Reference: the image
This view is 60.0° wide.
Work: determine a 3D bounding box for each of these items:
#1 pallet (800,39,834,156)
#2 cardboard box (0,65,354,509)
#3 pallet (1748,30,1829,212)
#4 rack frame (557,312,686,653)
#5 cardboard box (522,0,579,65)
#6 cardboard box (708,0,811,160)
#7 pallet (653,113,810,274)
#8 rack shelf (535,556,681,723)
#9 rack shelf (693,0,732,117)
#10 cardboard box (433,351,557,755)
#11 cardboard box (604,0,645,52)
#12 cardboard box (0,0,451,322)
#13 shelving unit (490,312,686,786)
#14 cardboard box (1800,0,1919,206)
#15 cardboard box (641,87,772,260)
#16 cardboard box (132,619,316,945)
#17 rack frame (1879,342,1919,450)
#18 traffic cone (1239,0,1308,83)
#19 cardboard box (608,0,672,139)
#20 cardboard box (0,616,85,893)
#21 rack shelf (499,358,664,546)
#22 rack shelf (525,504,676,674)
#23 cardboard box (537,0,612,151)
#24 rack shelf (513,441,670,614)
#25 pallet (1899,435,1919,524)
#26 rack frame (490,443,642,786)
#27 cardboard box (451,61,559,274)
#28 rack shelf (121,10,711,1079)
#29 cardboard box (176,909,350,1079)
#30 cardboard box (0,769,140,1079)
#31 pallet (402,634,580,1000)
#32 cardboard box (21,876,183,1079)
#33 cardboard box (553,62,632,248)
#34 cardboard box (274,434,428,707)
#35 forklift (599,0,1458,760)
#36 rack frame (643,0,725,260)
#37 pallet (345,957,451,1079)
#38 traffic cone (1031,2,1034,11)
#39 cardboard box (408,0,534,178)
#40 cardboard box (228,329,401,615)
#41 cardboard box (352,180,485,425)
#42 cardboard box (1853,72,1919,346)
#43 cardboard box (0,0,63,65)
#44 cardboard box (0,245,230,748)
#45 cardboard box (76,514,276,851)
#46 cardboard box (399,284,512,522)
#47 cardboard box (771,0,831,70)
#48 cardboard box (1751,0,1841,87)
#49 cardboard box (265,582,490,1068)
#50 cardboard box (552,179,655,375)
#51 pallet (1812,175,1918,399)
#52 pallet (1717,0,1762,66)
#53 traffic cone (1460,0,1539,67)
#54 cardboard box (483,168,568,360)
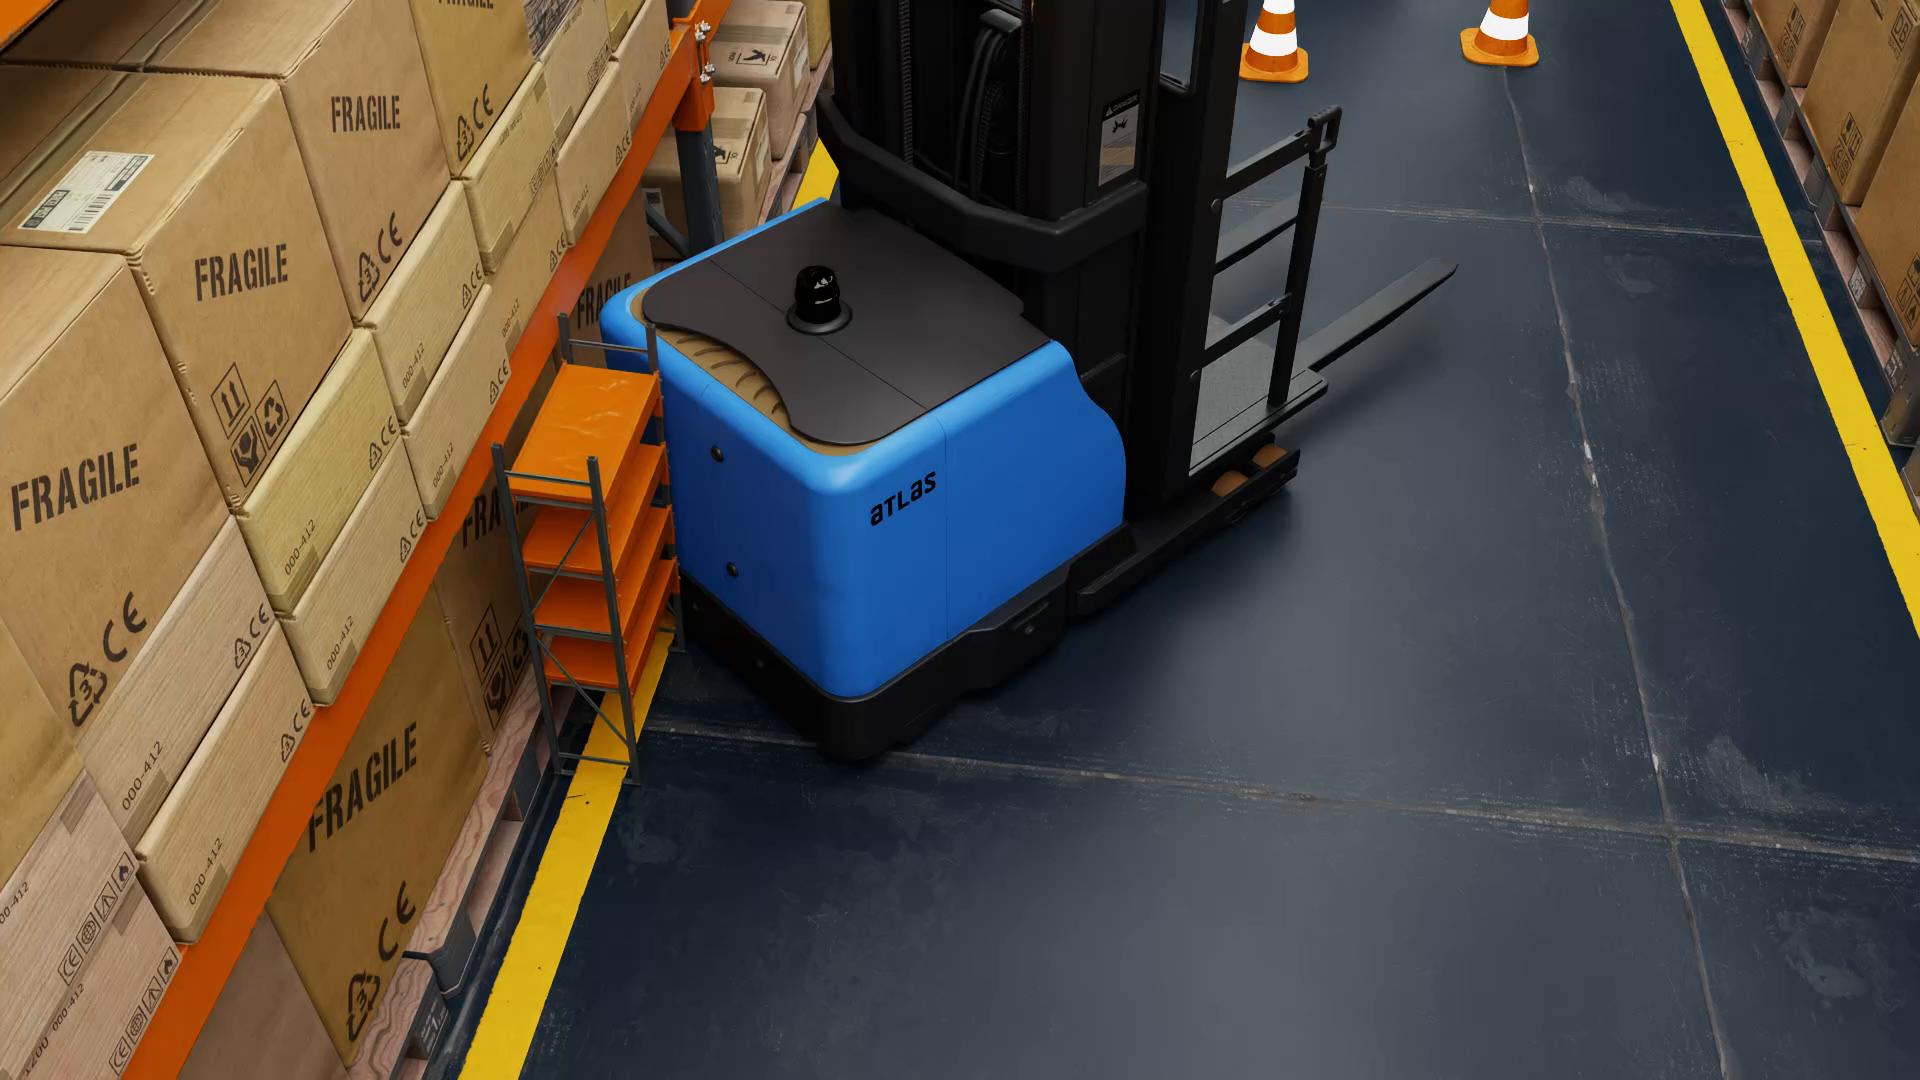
[{"bbox_3d":[-1.034,-2.126,7.342,1.003,0.211,1.213,5,44,6],"label":"pallet"},{"bbox_3d":[-1.379,-0.415,2.707,0.500,0.500,0.500,4,44,4],"label":"cardboard box"},{"bbox_3d":[3.960,-1.743,6.937,1.003,0.211,1.213,5,44,6],"label":"pallet"},{"bbox_3d":[-0.894,-0.112,4.472,0.240,1.200,0.015,8,45,3],"label":"rack frame"},{"bbox_3d":[-1.171,-1.450,3.800,0.500,0.500,0.500,6,44,6],"label":"cardboard box"},{"bbox_3d":[-1.128,-1.863,6.642,0.950,0.372,0.625,4,44,5],"label":"cardboard box"},{"bbox_3d":[-1.198,-1.297,6.466,1.003,0.211,1.213,5,44,6],"label":"pallet"},{"bbox_3d":[-0.940,0.246,4.487,0.258,0.148,0.480,8,45,3],"label":"rack shelf"},{"bbox_3d":[-1.038,-2.879,6.632,1.077,0.370,4.000,5,44,6],"label":"rack shelf"},{"bbox_3d":[-1.598,-0.088,4.401,0.875,0.875,0.875,6,44,6],"label":"cardboard box"},{"bbox_3d":[-1.115,-1.551,4.452,0.500,0.250,0.500,5,44,5],"label":"cardboard box"},{"bbox_3d":[-1.317,-0.768,3.079,0.500,0.500,0.500,5,44,5],"label":"cardboard box"},{"bbox_3d":[-0.926,0.058,4.300,0.258,1.200,0.503,8,45,3],"label":"shelving unit"},{"bbox_3d":[3.900,-1.735,6.231,1.050,0.750,0.750,6,44,6],"label":"cardboard box"},{"bbox_3d":[-1.218,-1.360,6.110,0.950,0.372,0.625,3,43,3],"label":"cardboard box"},{"bbox_3d":[-1.444,0.375,2.782,0.500,0.250,0.500,4,44,4],"label":"cardboard box"},{"bbox_3d":[3.618,-1.396,4.543,1.000,3.000,0.127,5,44,6],"label":"rack frame"},{"bbox_3d":[1.403,-2.321,7.365,0.336,0.463,0.334,5,44,6],"label":"traffic cone"},{"bbox_3d":[-1.112,-1.355,4.608,0.500,0.250,0.500,4,44,4],"label":"cardboard box"},{"bbox_3d":[-1.488,0.276,1.977,0.500,0.500,0.500,6,44,6],"label":"cardboard box"},{"bbox_3d":[-0.905,-0.220,4.023,0.258,0.148,0.480,8,45,3],"label":"rack shelf"},{"bbox_3d":[-0.930,0.105,4.347,0.258,0.148,0.480,8,45,3],"label":"rack shelf"},{"bbox_3d":[-1.179,-1.201,4.083,0.500,0.250,0.500,4,44,4],"label":"cardboard box"},{"bbox_3d":[-0.918,-0.053,4.189,0.258,0.148,0.480,8,45,3],"label":"rack shelf"},{"bbox_3d":[3.513,0.149,4.939,1.003,0.211,1.213,5,44,6],"label":"pallet"},{"bbox_3d":[-0.959,0.227,4.127,0.240,1.200,0.015,8,45,3],"label":"rack frame"},{"bbox_3d":[-1.226,-0.851,3.712,0.500,0.250,0.500,4,44,4],"label":"cardboard box"},{"bbox_3d":[-1.567,-0.153,3.753,1.077,0.370,4.000,5,44,6],"label":"rack shelf"},{"bbox_3d":[-1.828,1.138,3.106,0.875,0.875,0.875,6,44,7],"label":"cardboard box"},{"bbox_3d":[-1.493,0.548,2.236,0.500,0.250,0.500,4,44,4],"label":"cardboard box"},{"bbox_3d":[-1.645,0.595,4.468,1.003,0.211,1.213,5,44,6],"label":"pallet"},{"bbox_3d":[-1.511,0.727,2.409,0.500,0.250,0.500,4,44,5],"label":"cardboard box"},{"bbox_3d":[-1.164,-1.005,4.239,0.500,0.250,0.500,6,44,6],"label":"cardboard box"},{"bbox_3d":[-1.361,0.027,3.149,0.500,0.250,0.500,5,44,5],"label":"cardboard box"},{"bbox_3d":[0.457,-1.356,4.551,3.031,2.935,1.130,-33,52,-30],"label":"forklift"},{"bbox_3d":[-1.302,-1.777,4.945,1.000,3.000,0.127,5,44,6],"label":"rack frame"},{"bbox_3d":[-1.804,1.429,3.588,1.003,0.211,1.213,5,44,6],"label":"pallet"},{"bbox_3d":[0.450,-2.610,7.670,0.336,0.463,0.334,5,44,6],"label":"traffic cone"},{"bbox_3d":[-1.243,-1.112,3.443,0.500,0.500,0.500,5,44,6],"label":"cardboard box"},{"bbox_3d":[-1.359,-0.152,2.974,0.500,0.250,0.500,6,44,6],"label":"cardboard box"},{"bbox_3d":[-1.294,-0.497,3.338,0.500,0.250,0.500,4,44,4],"label":"cardboard box"},{"bbox_3d":[3.787,-1.139,5.602,1.050,0.750,0.750,5,44,5],"label":"cardboard box"},{"bbox_3d":[-1.820,-0.829,3.144,0.500,0.500,0.500,6,44,6],"label":"cardboard box"},{"bbox_3d":[-1.448,-0.074,2.346,0.500,0.500,0.500,5,44,5],"label":"cardboard box"},{"bbox_3d":[-1.452,0.190,2.614,0.500,0.250,0.500,6,44,6],"label":"cardboard box"},{"bbox_3d":[-1.286,-0.313,3.508,0.500,0.250,0.500,5,44,5],"label":"cardboard box"},{"bbox_3d":[-1.022,-2.380,7.187,0.950,0.372,0.625,7,44,7],"label":"cardboard box"},{"bbox_3d":[4.022,-2.369,6.902,1.050,0.750,0.750,5,44,6],"label":"cardboard box"},{"bbox_3d":[-1.717,0.522,3.757,0.875,0.875,0.875,6,44,7],"label":"cardboard box"},{"bbox_3d":[-1.476,-0.695,5.042,0.875,0.875,0.875,5,44,5],"label":"cardboard box"},{"bbox_3d":[3.797,-0.914,6.062,1.003,0.211,1.213,5,44,6],"label":"pallet"},{"bbox_3d":[4.119,-2.577,7.818,1.003,0.211,1.213,5,44,6],"label":"pallet"},{"bbox_3d":[2.472,-2.424,7.474,0.336,0.463,0.334,5,44,6],"label":"traffic cone"},{"bbox_3d":[-1.246,-0.663,3.878,0.500,0.250,0.500,5,44,5],"label":"cardboard box"}]
